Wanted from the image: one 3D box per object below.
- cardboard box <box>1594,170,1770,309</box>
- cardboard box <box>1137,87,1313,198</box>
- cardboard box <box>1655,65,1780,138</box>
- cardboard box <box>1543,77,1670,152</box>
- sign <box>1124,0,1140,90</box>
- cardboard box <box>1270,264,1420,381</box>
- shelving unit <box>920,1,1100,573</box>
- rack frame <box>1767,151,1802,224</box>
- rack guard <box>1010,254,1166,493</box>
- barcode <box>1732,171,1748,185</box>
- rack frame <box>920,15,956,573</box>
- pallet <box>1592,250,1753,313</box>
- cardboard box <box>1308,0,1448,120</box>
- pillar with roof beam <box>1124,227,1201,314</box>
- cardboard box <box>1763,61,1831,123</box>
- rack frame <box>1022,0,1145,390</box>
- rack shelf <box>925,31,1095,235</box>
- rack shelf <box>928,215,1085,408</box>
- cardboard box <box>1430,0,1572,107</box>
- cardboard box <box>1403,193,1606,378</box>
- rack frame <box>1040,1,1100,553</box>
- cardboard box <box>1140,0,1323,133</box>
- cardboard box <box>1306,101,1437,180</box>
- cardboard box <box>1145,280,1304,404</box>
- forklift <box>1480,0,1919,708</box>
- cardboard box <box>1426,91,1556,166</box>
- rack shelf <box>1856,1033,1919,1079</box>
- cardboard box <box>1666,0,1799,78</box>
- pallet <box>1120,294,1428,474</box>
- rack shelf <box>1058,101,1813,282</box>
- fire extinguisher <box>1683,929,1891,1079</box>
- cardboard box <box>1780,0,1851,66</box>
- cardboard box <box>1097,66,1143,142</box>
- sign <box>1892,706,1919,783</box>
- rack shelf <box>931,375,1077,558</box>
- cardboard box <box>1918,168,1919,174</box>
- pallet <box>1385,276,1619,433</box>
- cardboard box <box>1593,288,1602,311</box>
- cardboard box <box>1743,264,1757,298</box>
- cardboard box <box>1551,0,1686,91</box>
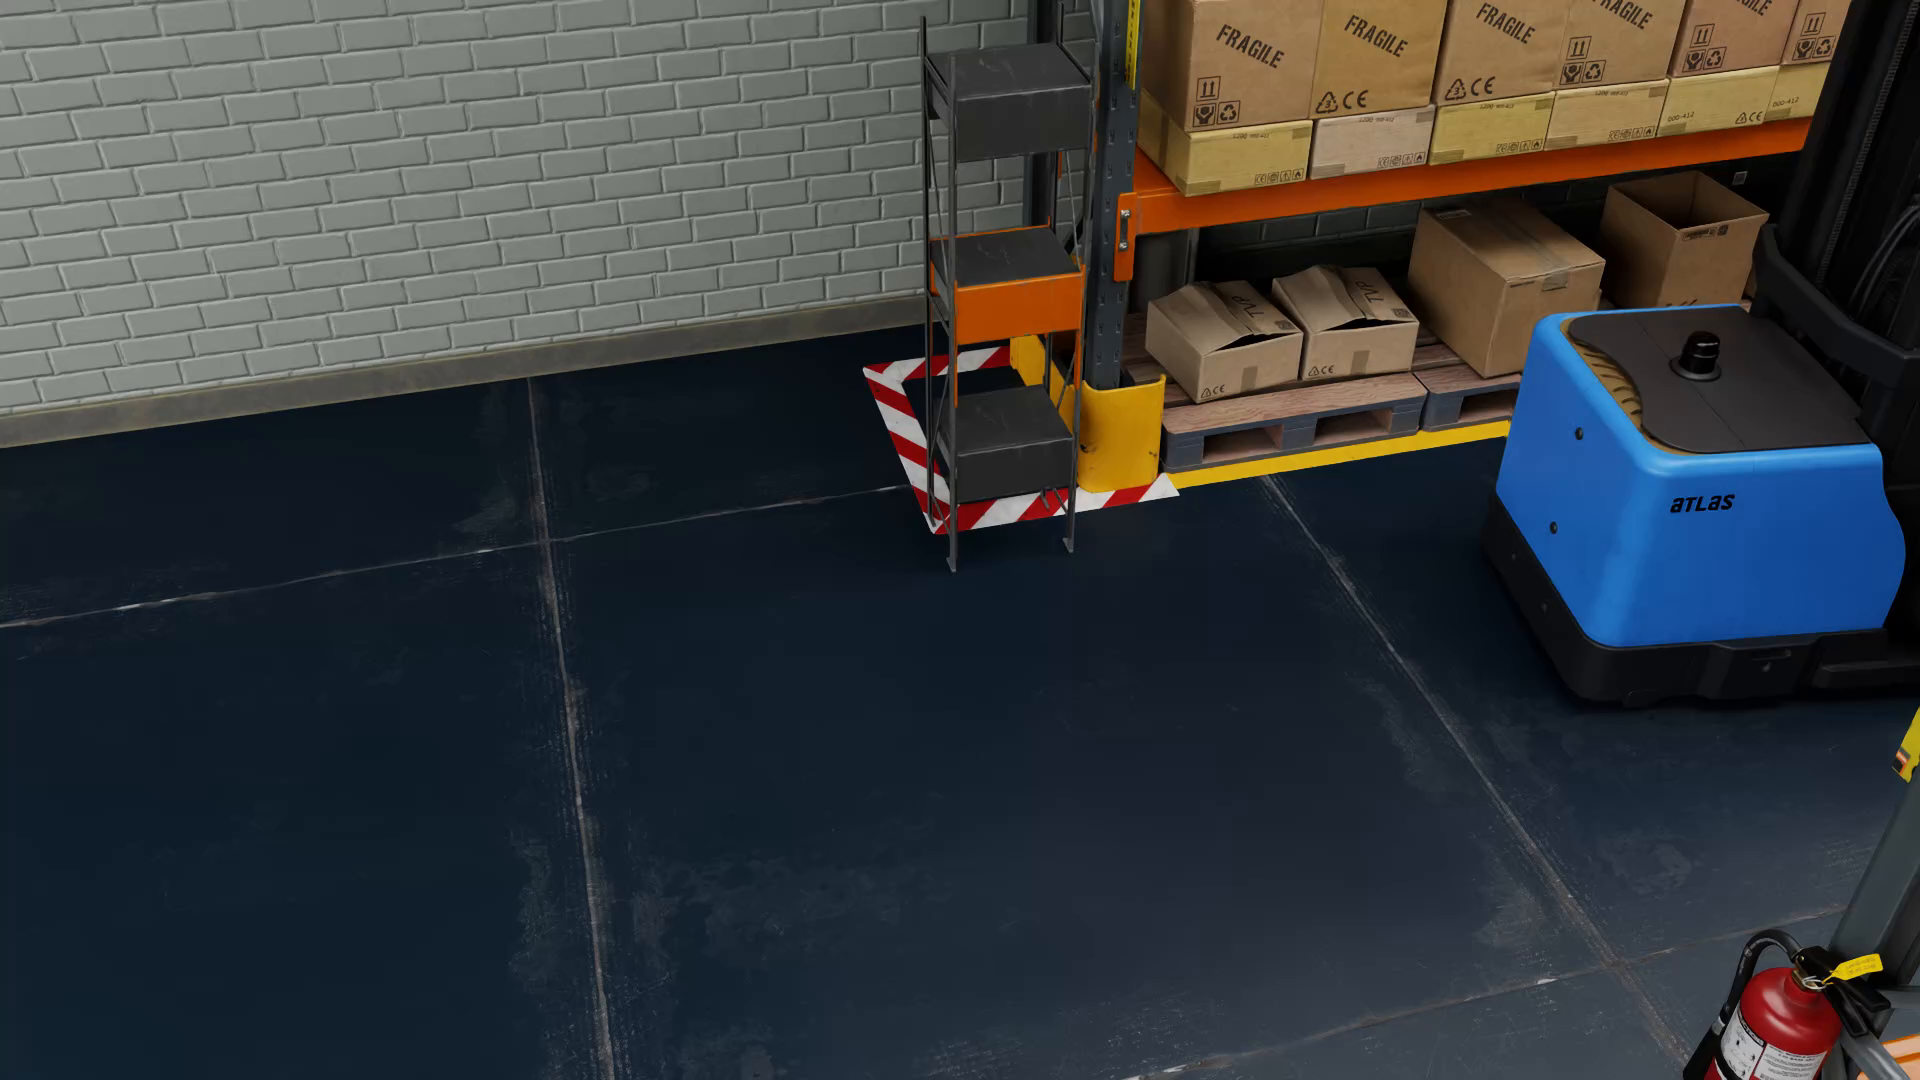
[{"bbox_3d":[3.335,-1.366,7.762,0.500,0.500,0.500,-12,39,-15],"label":"cardboard box"},{"bbox_3d":[1.019,-1.578,6.451,0.500,0.250,0.500,-10,39,-13],"label":"cardboard box"},{"bbox_3d":[2.984,-1.905,6.878,0.500,0.250,0.500,-10,38,-12],"label":"cardboard box"},{"bbox_3d":[2.499,-1.824,6.773,0.500,0.250,0.500,-9,38,-12],"label":"cardboard box"},{"bbox_3d":[0.607,-1.764,5.875,0.005,0.325,0.100,-9,38,-12],"label":"sign"},{"bbox_3d":[1.707,-0.992,7.429,0.500,0.311,0.500,-6,38,-8],"label":"cardboard box"},{"bbox_3d":[0.160,-0.860,6.146,0.503,2.100,0.431,-9,38,-12],"label":"shelving unit"},{"bbox_3d":[4.327,-2.372,7.382,0.127,3.000,1.000,-9,38,-12],"label":"rack frame"},{"bbox_3d":[0.538,-0.758,7.329,0.348,0.500,1.175,-9,38,-12],"label":"rack guard"},{"bbox_3d":[3.743,-1.736,7.983,0.075,0.075,0.001,-9,38,-12],"label":"barcode"},{"bbox_3d":[-0.076,-0.821,6.095,0.015,2.100,0.400,-9,38,-12],"label":"rack frame"},{"bbox_3d":[3.688,-1.137,8.063,1.213,0.211,1.003,-9,38,-12],"label":"pallet"},{"bbox_3d":[1.484,-1.956,6.328,0.500,0.500,0.500,-9,38,-12],"label":"cardboard box"},{"bbox_3d":[2.038,-2.214,2.238,0.400,9.000,9.100,-9,38,-12],"label":"pillar with roof beam"},{"bbox_3d":[3.465,-1.993,6.994,0.500,0.250,0.500,-9,38,-12],"label":"cardboard box"},{"bbox_3d":[0.465,-1.738,6.554,0.127,3.000,1.000,-9,38,-12],"label":"rack frame"},{"bbox_3d":[0.160,-1.405,5.729,0.480,0.518,0.431,-9,38,-12],"label":"rack shelf"},{"bbox_3d":[0.160,-0.849,6.154,0.480,0.518,0.431,-9,38,-12],"label":"rack shelf"},{"bbox_3d":[1.985,-2.035,6.431,0.500,0.500,0.500,-11,39,-13],"label":"cardboard box"},{"bbox_3d":[2.428,-1.154,7.485,0.500,0.500,0.700,-12,39,-15],"label":"cardboard box"},{"bbox_3d":[0.395,-0.899,6.197,0.015,2.100,0.400,-9,38,-12],"label":"rack frame"},{"bbox_3d":[1.004,-1.884,6.234,0.500,0.500,0.500,-9,38,-12],"label":"cardboard box"},{"bbox_3d":[1.517,-1.668,6.569,0.500,0.250,0.500,-10,39,-13],"label":"cardboard box"},{"bbox_3d":[1.157,-0.902,7.311,0.500,0.311,0.500,-14,39,-17],"label":"cardboard box"},{"bbox_3d":[3.628,-0.948,5.577,3.031,2.935,1.130,-4,38,-5],"label":"forklift"},{"bbox_3d":[2.010,-1.746,6.670,0.500,0.250,0.500,-10,39,-13],"label":"cardboard box"},{"bbox_3d":[3.691,1.136,3.389,4.000,0.370,1.077,-9,38,-12],"label":"rack shelf"},{"bbox_3d":[2.982,-2.206,6.655,0.500,0.500,0.500,-10,39,-13],"label":"cardboard box"},{"bbox_3d":[1.332,-0.751,7.558,1.213,0.211,1.003,-9,38,-12],"label":"pallet"},{"bbox_3d":[2.396,-1.769,7.186,4.000,0.370,1.077,-9,38,-12],"label":"rack shelf"},{"bbox_3d":[1.525,0.944,3.111,0.183,0.674,0.296,-9,38,-12],"label":"fire extinguisher"},{"bbox_3d":[3.471,-2.280,6.751,0.500,0.500,0.500,-10,38,-12],"label":"cardboard box"},{"bbox_3d":[0.866,-1.875,6.839,0.500,0.250,0.500,-9,38,-11],"label":"cardboard box"},{"bbox_3d":[1.632,0.292,2.751,0.005,0.325,0.100,-9,38,-12],"label":"sign"},{"bbox_3d":[0.160,-0.293,6.580,0.480,0.518,0.431,-9,38,-12],"label":"rack shelf"},{"bbox_3d":[5.033,-1.680,8.173,0.500,0.500,0.700,-8,38,-10],"label":"cardboard box"},{"bbox_3d":[2.508,-0.942,7.808,1.213,0.211,1.003,-9,38,-12],"label":"pallet"},{"bbox_3d":[2.777,-1.173,7.799,0.250,0.149,0.380,-12,39,-16],"label":"cardboard box"},{"bbox_3d":[3.818,-1.319,7.975,0.250,0.166,0.380,-14,40,-18],"label":"cardboard box"},{"bbox_3d":[2.480,-2.123,6.547,0.500,0.500,0.500,-8,38,-11],"label":"cardboard box"}]
